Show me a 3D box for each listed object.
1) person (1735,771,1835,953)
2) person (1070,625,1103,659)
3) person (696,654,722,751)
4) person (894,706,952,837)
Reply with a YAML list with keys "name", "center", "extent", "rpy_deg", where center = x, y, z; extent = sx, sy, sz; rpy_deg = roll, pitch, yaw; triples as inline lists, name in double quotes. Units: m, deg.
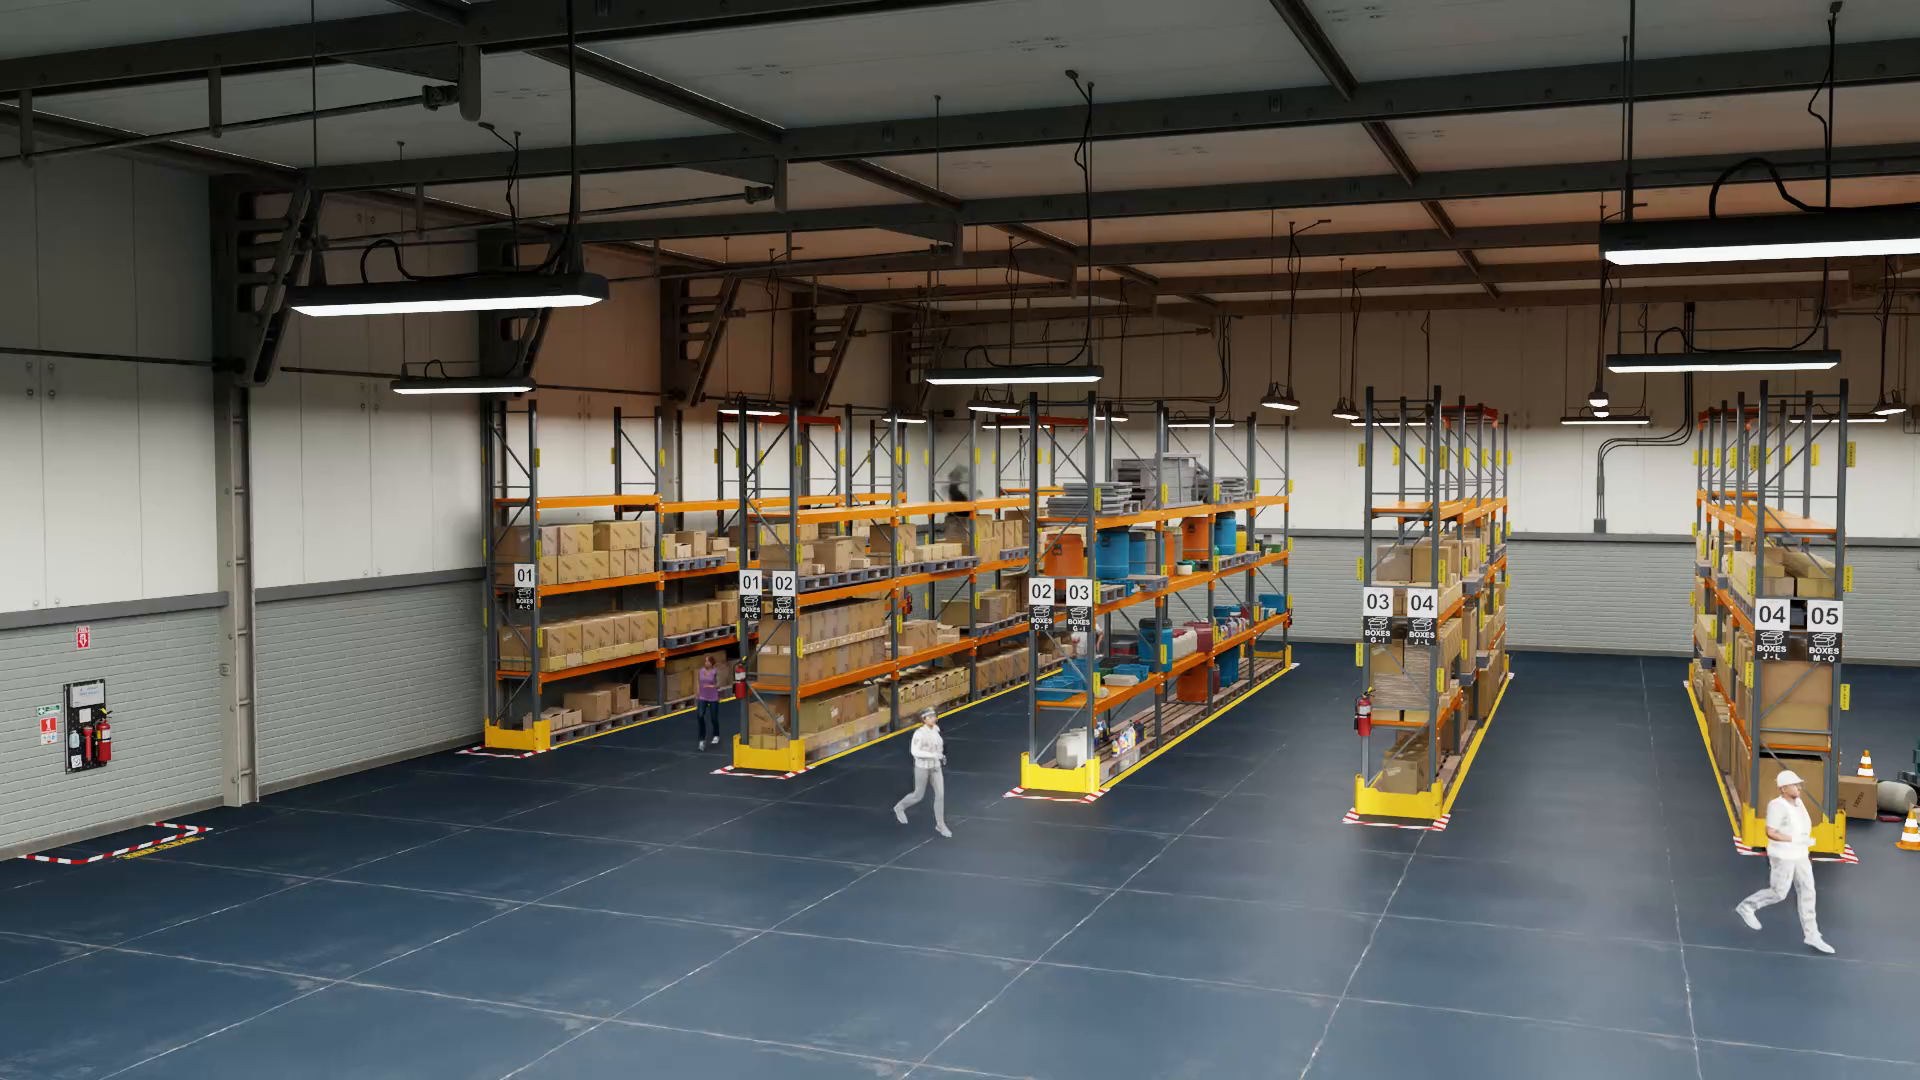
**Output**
- name: "person"
  center: [8.471, 3.256, 17.062]
  extent: [0.663, 1.792, 0.985]
  rpy_deg: [-2, 3, -35]
- name: "person"
  center: [2.647, 2.374, 34.932]
  extent: [0.659, 1.788, 0.966]
  rpy_deg: [1, 3, 10]
- name: "person"
  center: [-4.333, 2.788, 28.644]
  extent: [0.503, 1.644, 0.710]
  rpy_deg: [0, 3, 7]
- name: "person"
  center: [-0.456, 3.058, 22.250]
  extent: [0.622, 1.715, 0.935]
  rpy_deg: [-3, 4, -42]
